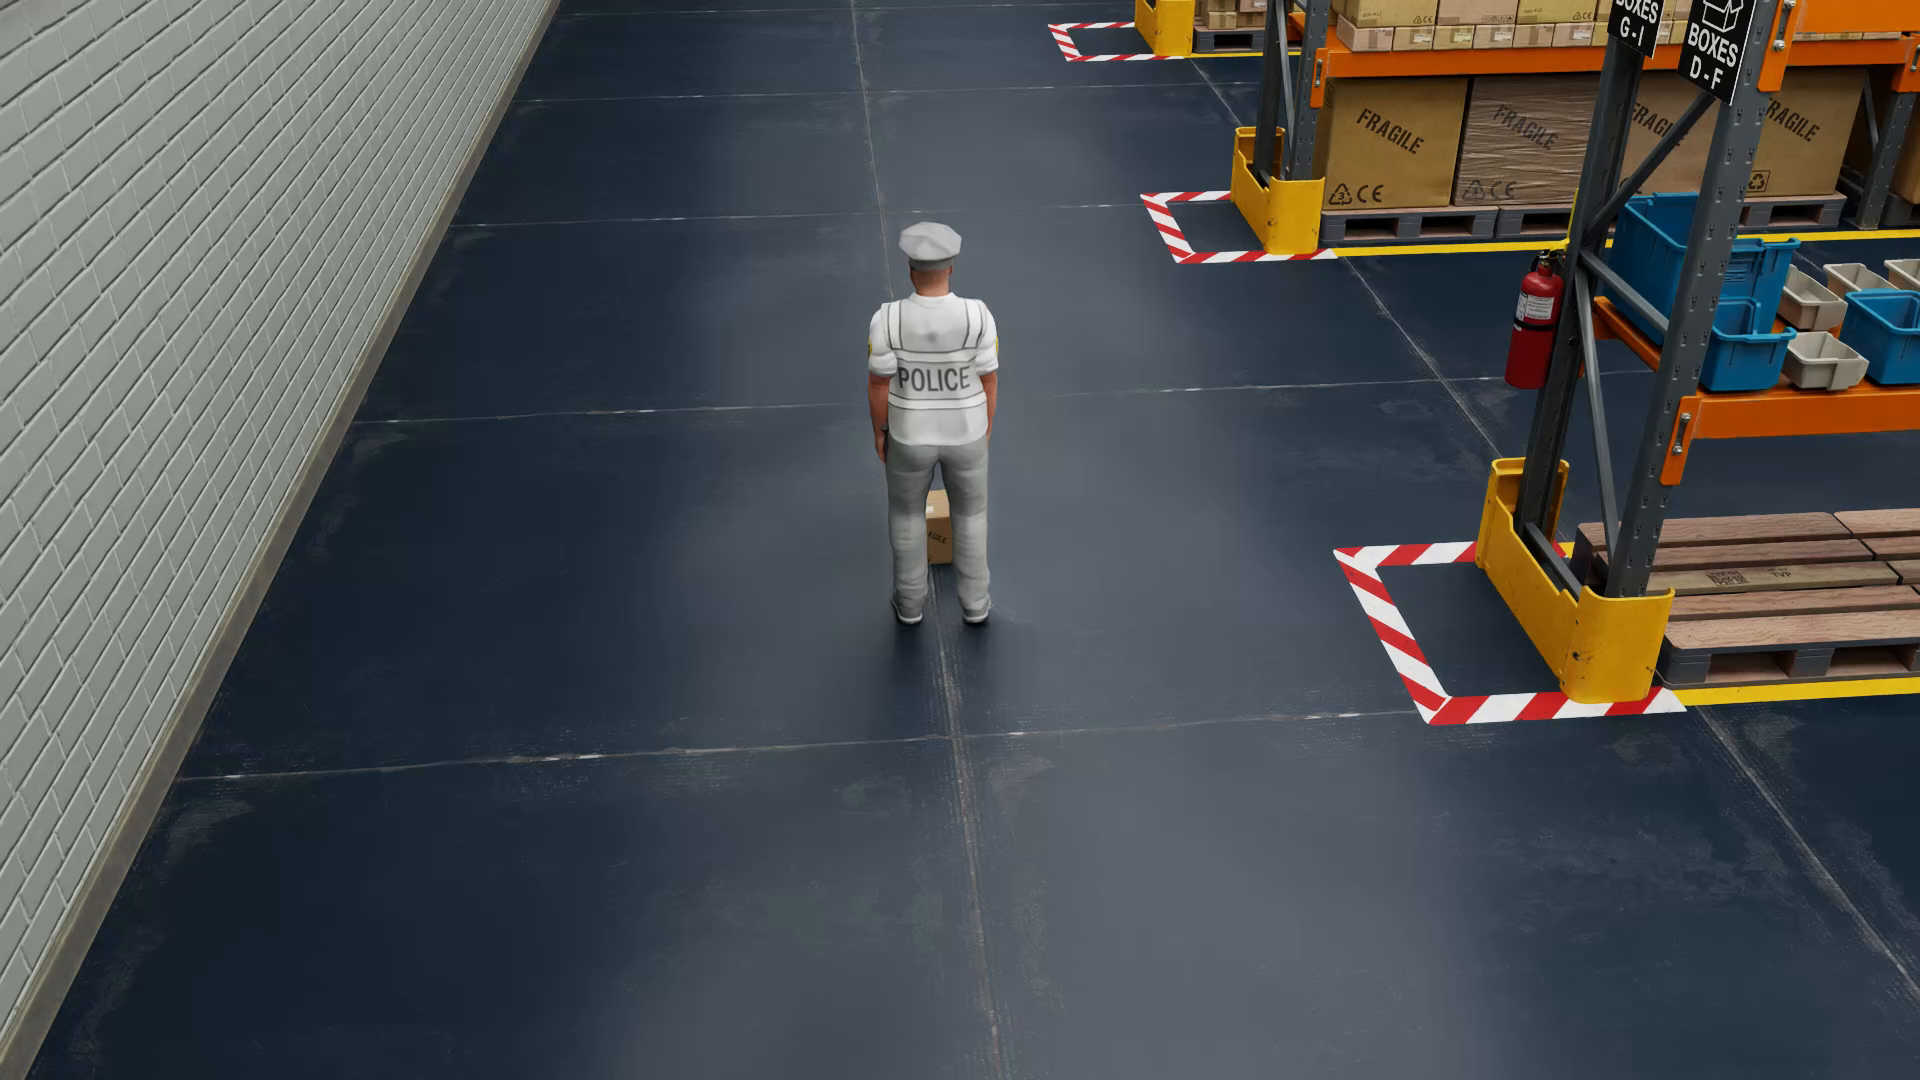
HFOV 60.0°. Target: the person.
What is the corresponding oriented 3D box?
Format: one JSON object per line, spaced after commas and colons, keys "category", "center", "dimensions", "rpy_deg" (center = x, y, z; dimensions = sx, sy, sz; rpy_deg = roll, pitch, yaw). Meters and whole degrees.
{"category": "person", "center": [-0.114, -0.443, 6.894], "dimensions": [0.528, 1.784, 0.393], "rpy_deg": [-2, 31, -3]}
